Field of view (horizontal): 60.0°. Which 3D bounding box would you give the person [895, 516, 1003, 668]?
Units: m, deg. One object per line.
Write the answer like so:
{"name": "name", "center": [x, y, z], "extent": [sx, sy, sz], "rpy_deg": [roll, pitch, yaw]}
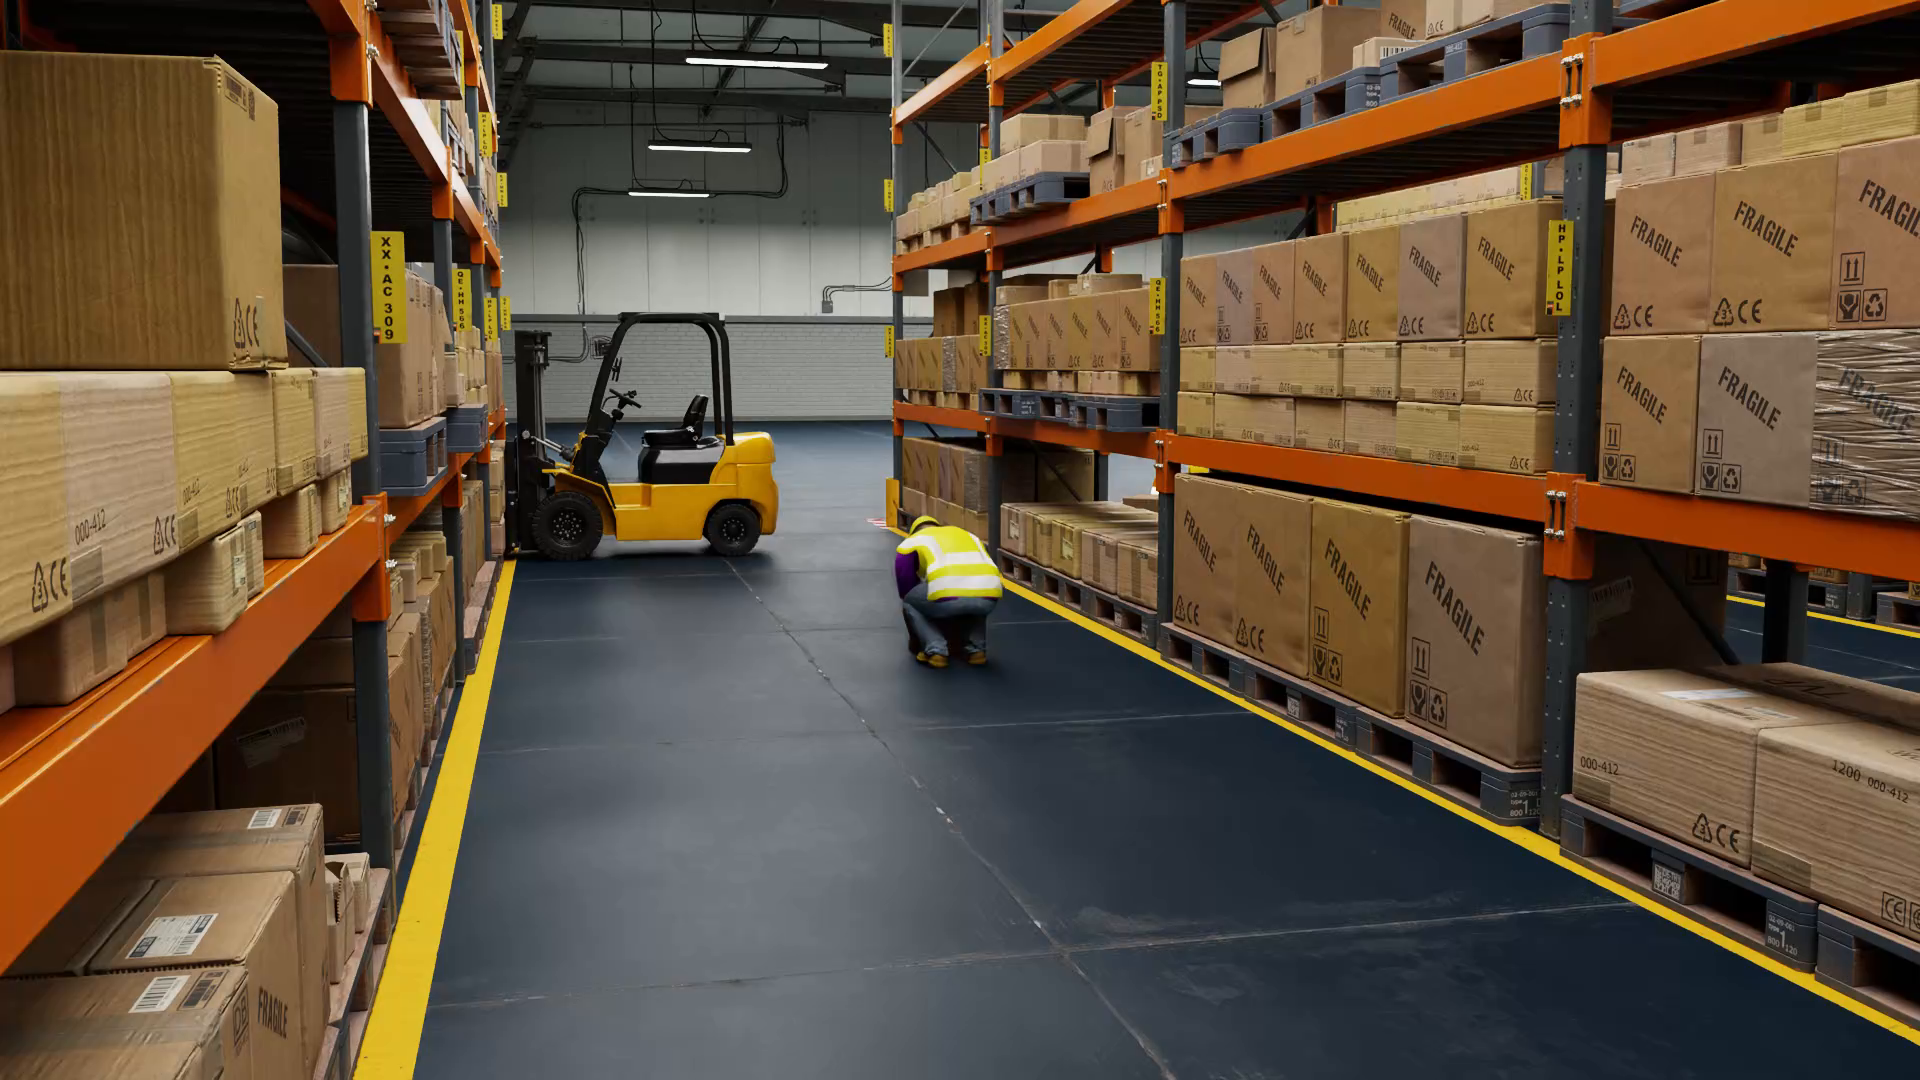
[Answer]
{"name": "person", "center": [-0.092, 0.334, 9.648], "extent": [0.534, 0.889, 0.933], "rpy_deg": [-2, 6, -15]}
